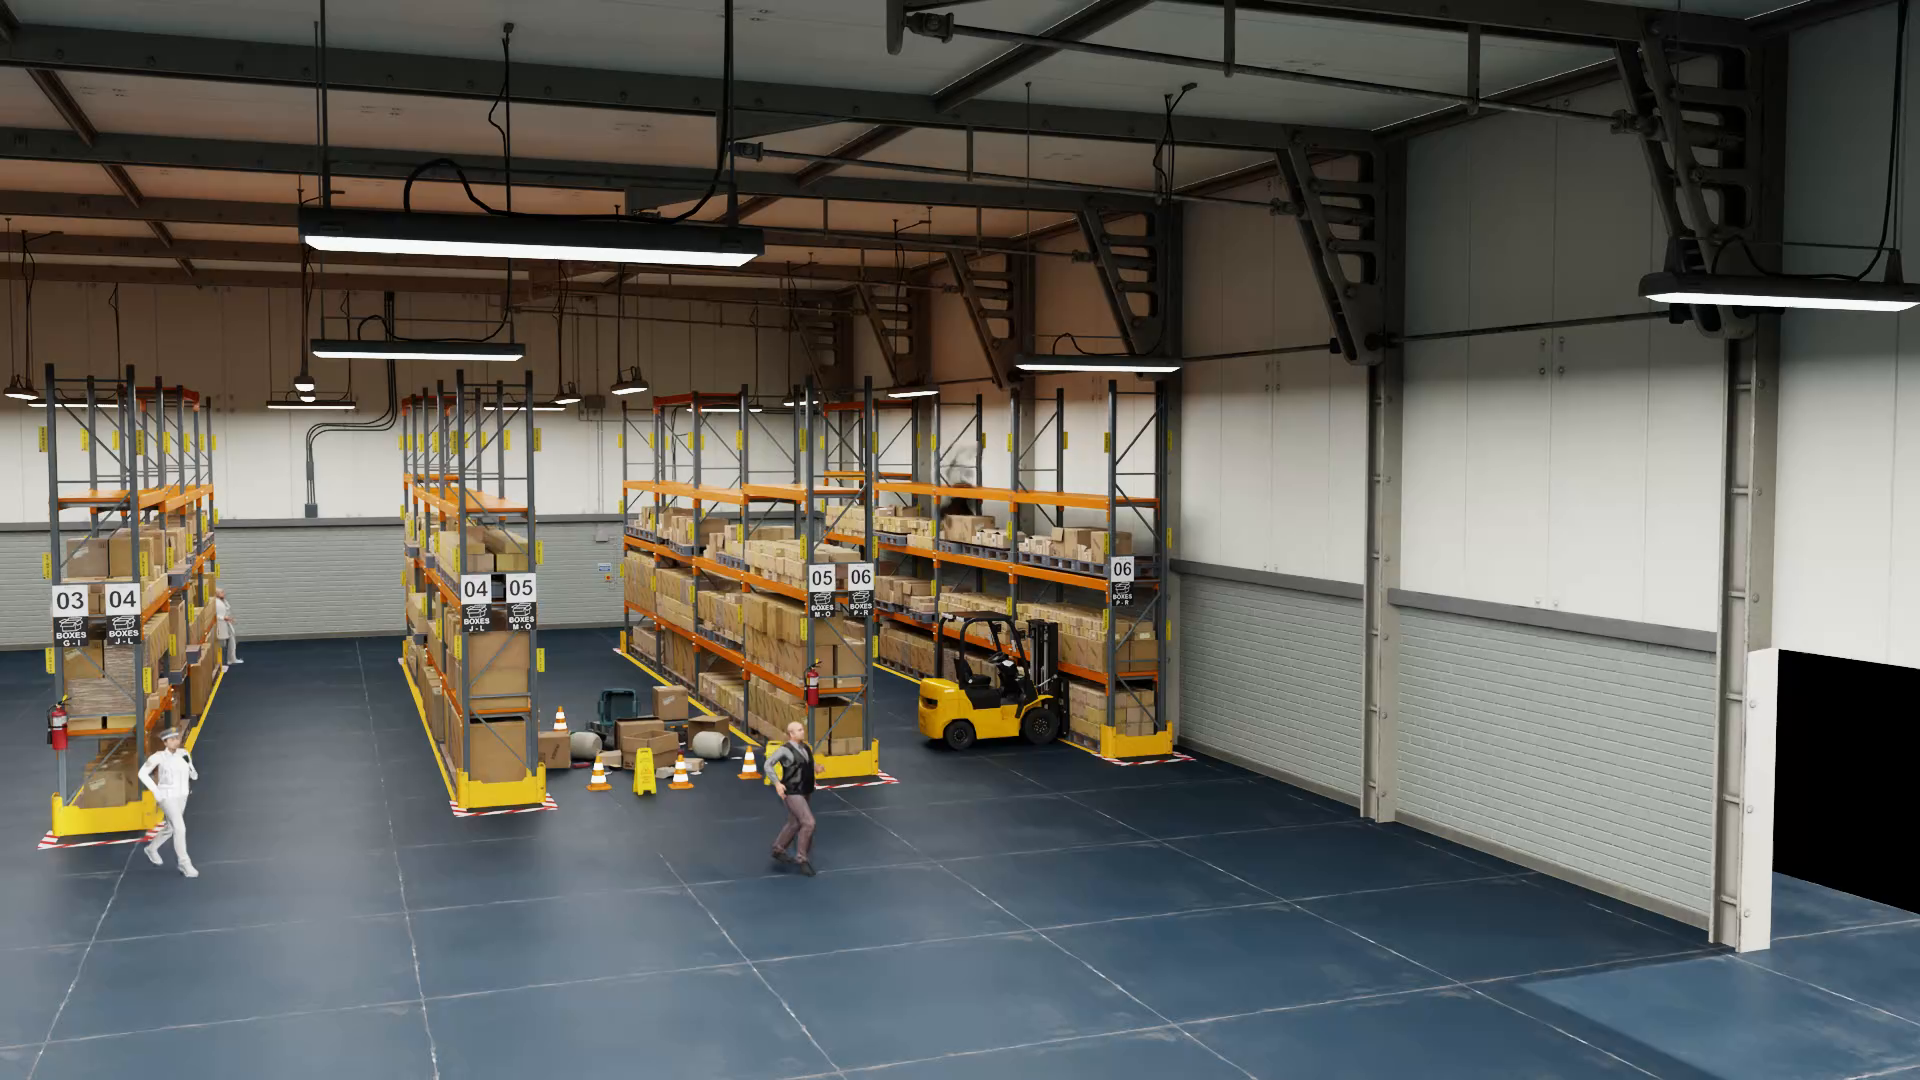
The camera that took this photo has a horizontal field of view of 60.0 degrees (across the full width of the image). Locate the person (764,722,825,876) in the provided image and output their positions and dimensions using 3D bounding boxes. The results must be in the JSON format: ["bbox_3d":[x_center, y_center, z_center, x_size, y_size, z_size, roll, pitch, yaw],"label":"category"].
[{"bbox_3d":[-1.906,3.013,19.409,0.764,1.784,0.629,2,4,25],"label":"person"}]

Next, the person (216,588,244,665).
[{"bbox_3d":[-16.612,1.957,37.340,0.922,1.751,0.753,0,3,3],"label":"person"}]

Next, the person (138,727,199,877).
[{"bbox_3d":[-9.187,3.023,19.398,0.866,1.719,0.596,1,4,24],"label":"person"}]
